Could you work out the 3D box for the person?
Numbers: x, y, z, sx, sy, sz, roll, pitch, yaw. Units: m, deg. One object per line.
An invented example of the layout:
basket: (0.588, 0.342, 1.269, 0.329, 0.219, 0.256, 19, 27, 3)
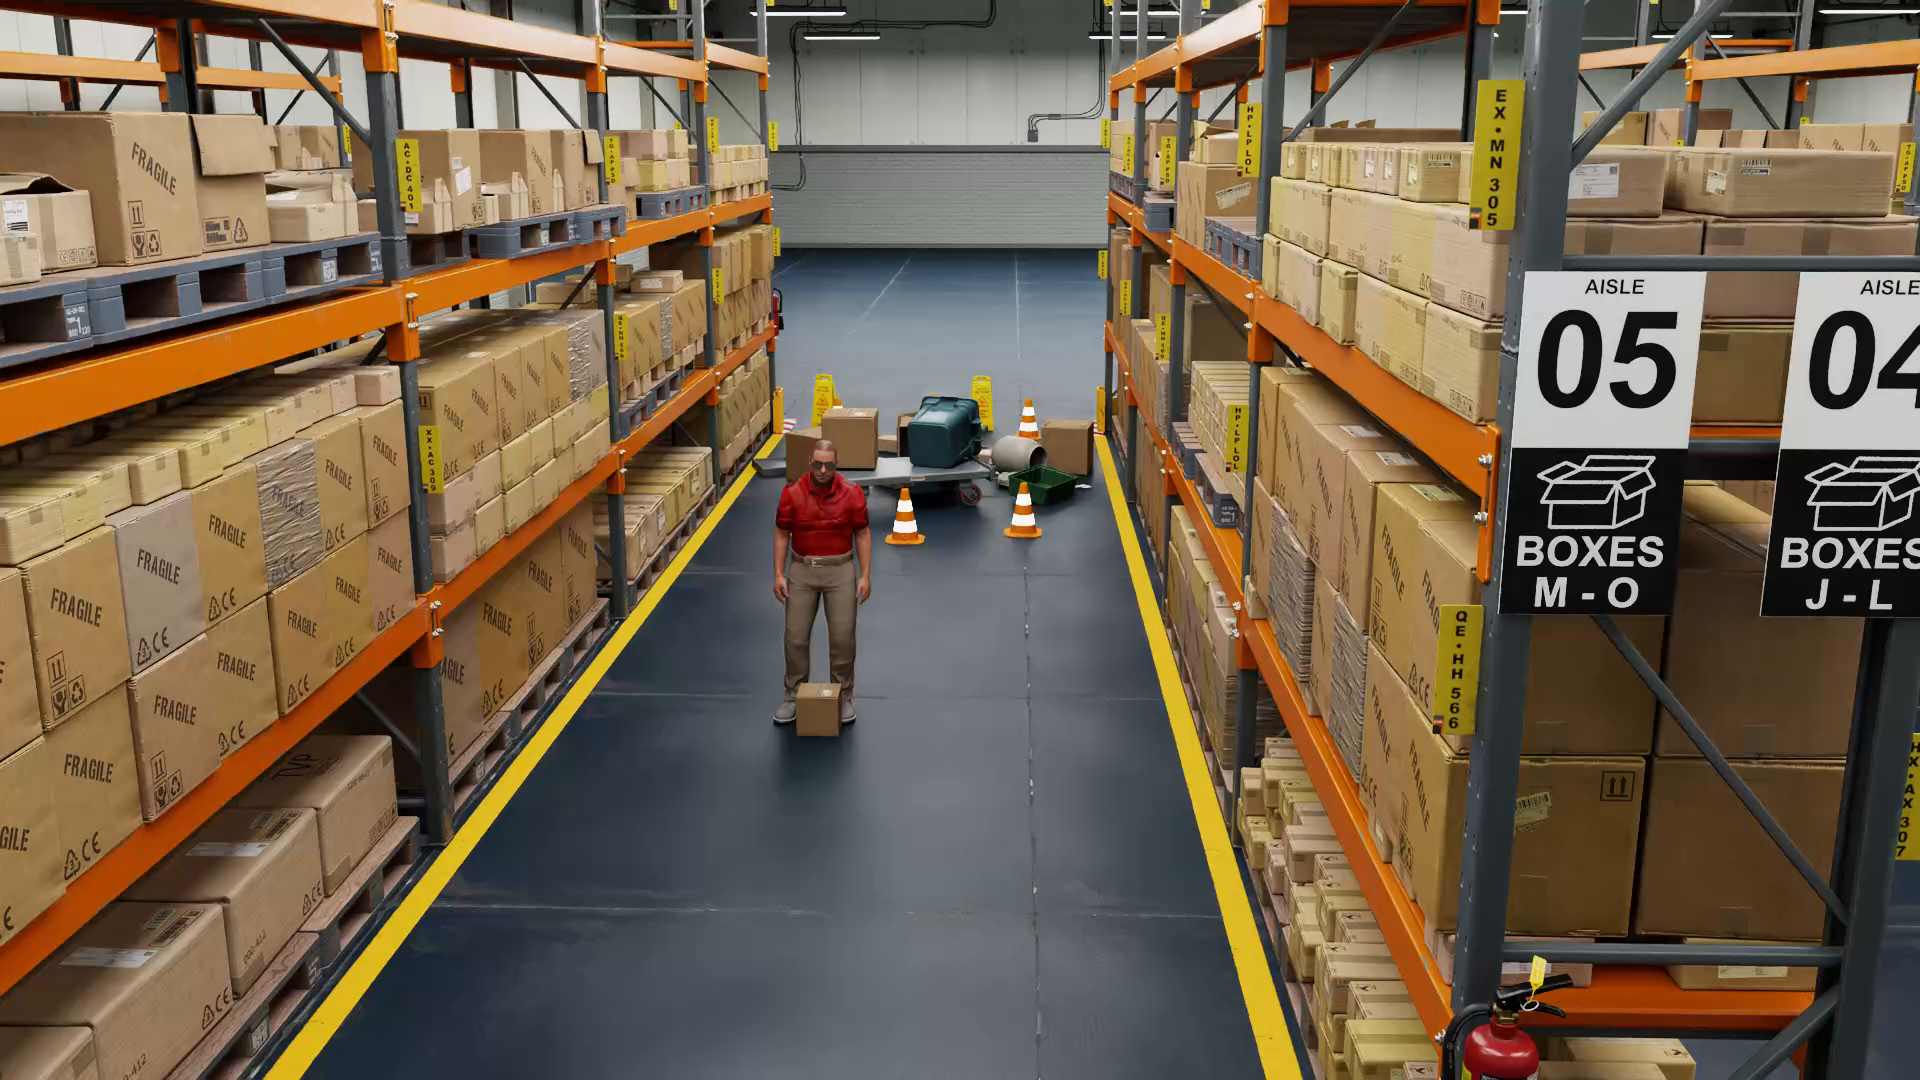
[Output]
person: (-0.837, 0.240, 10.051, 0.605, 1.726, 0.389, 0, 14, -2)
